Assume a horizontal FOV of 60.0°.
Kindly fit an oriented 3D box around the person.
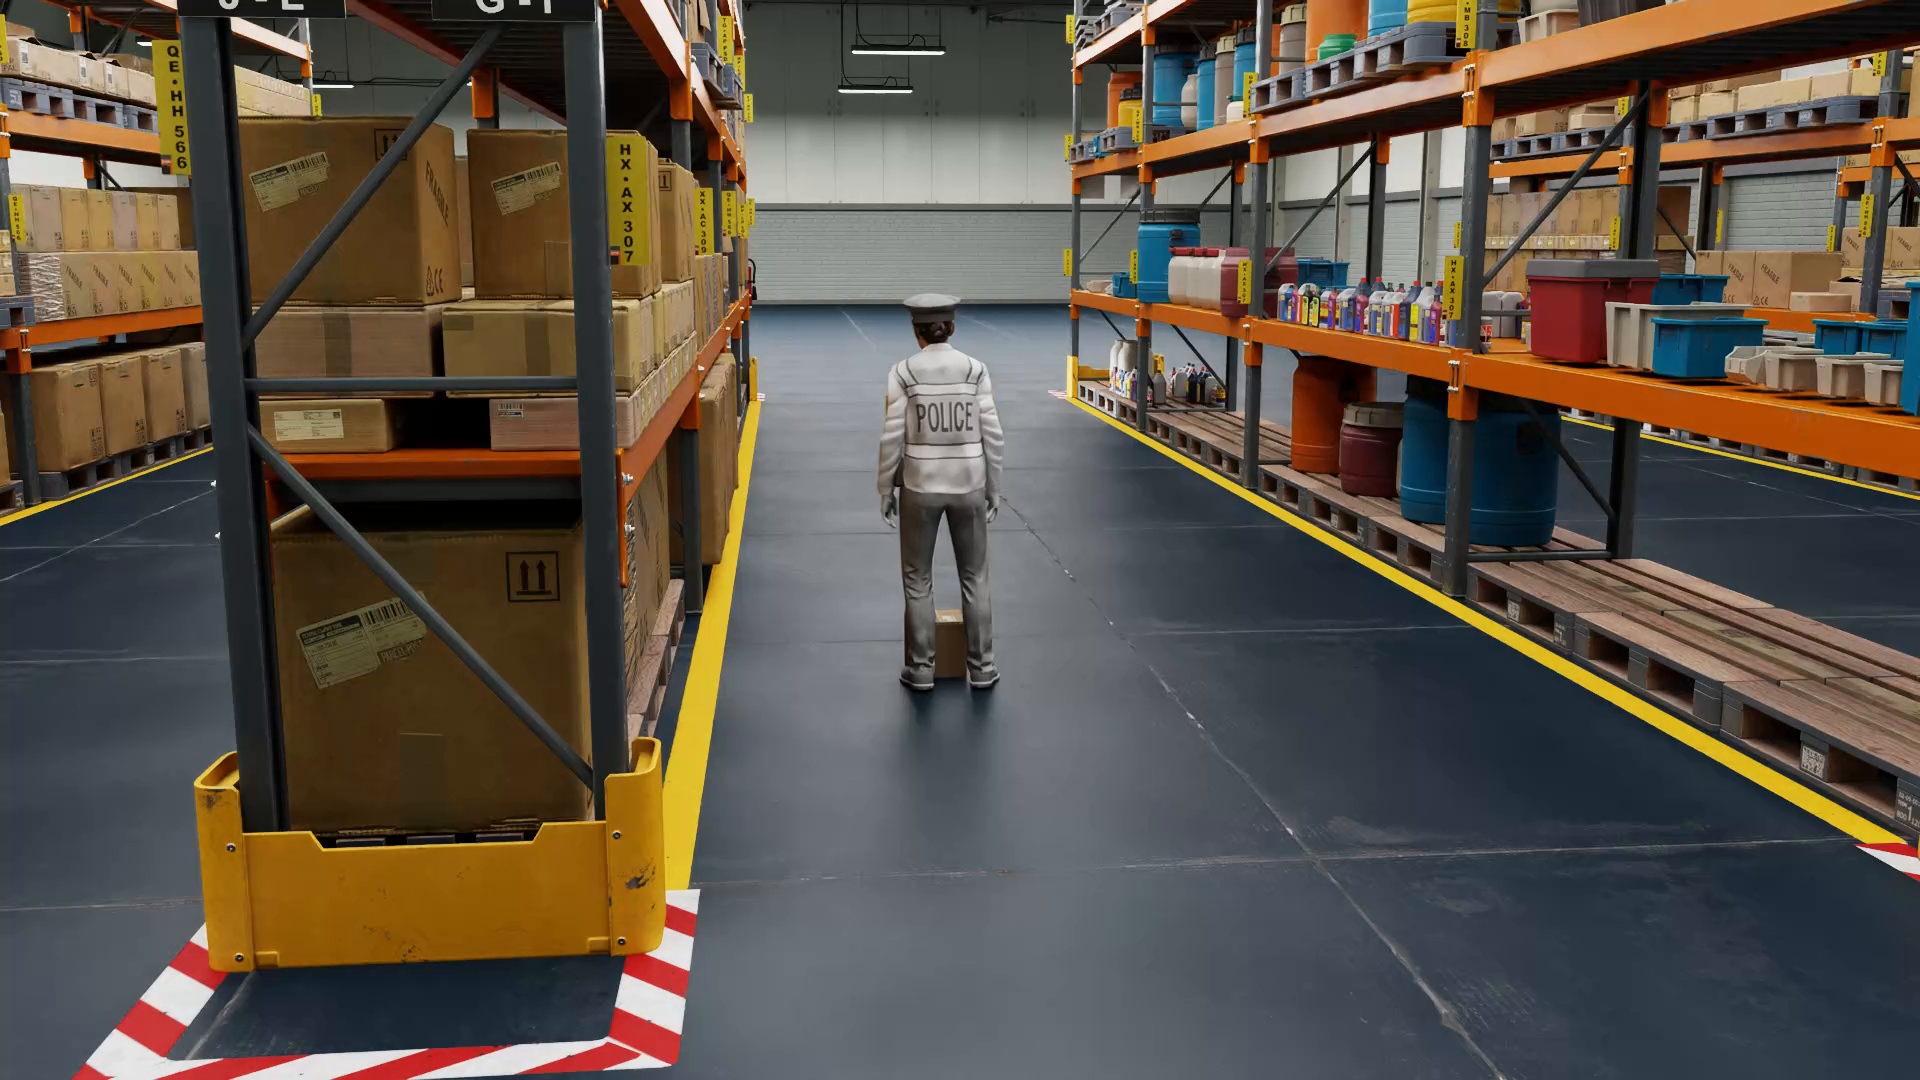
[{"bbox_3d":[-0.081,-0.194,6.986,0.541,1.661,0.374,-2,10,-9],"label":"person"}]
